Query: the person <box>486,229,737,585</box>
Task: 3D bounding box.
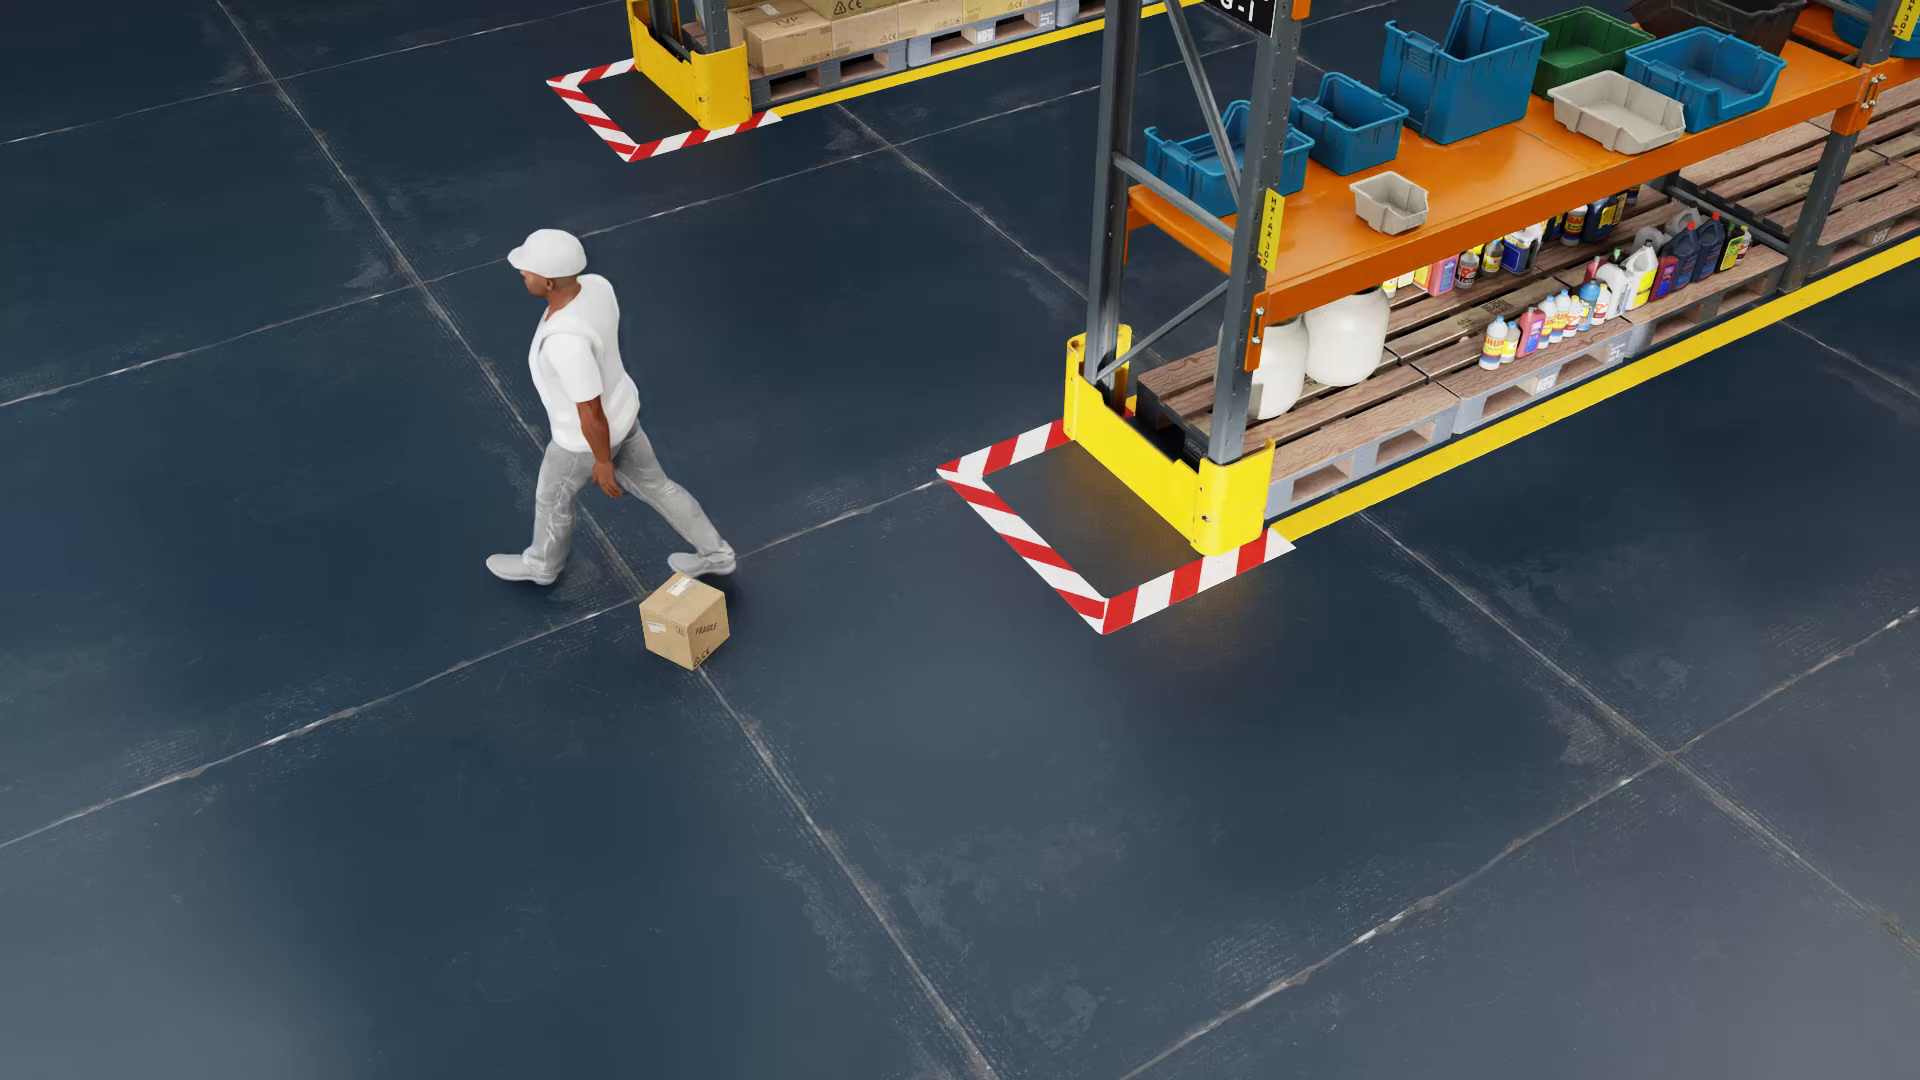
[{"bbox_3d":[-1.505,-0.498,6.739,1.082,1.716,0.570,7,41,8],"label":"person"}]
